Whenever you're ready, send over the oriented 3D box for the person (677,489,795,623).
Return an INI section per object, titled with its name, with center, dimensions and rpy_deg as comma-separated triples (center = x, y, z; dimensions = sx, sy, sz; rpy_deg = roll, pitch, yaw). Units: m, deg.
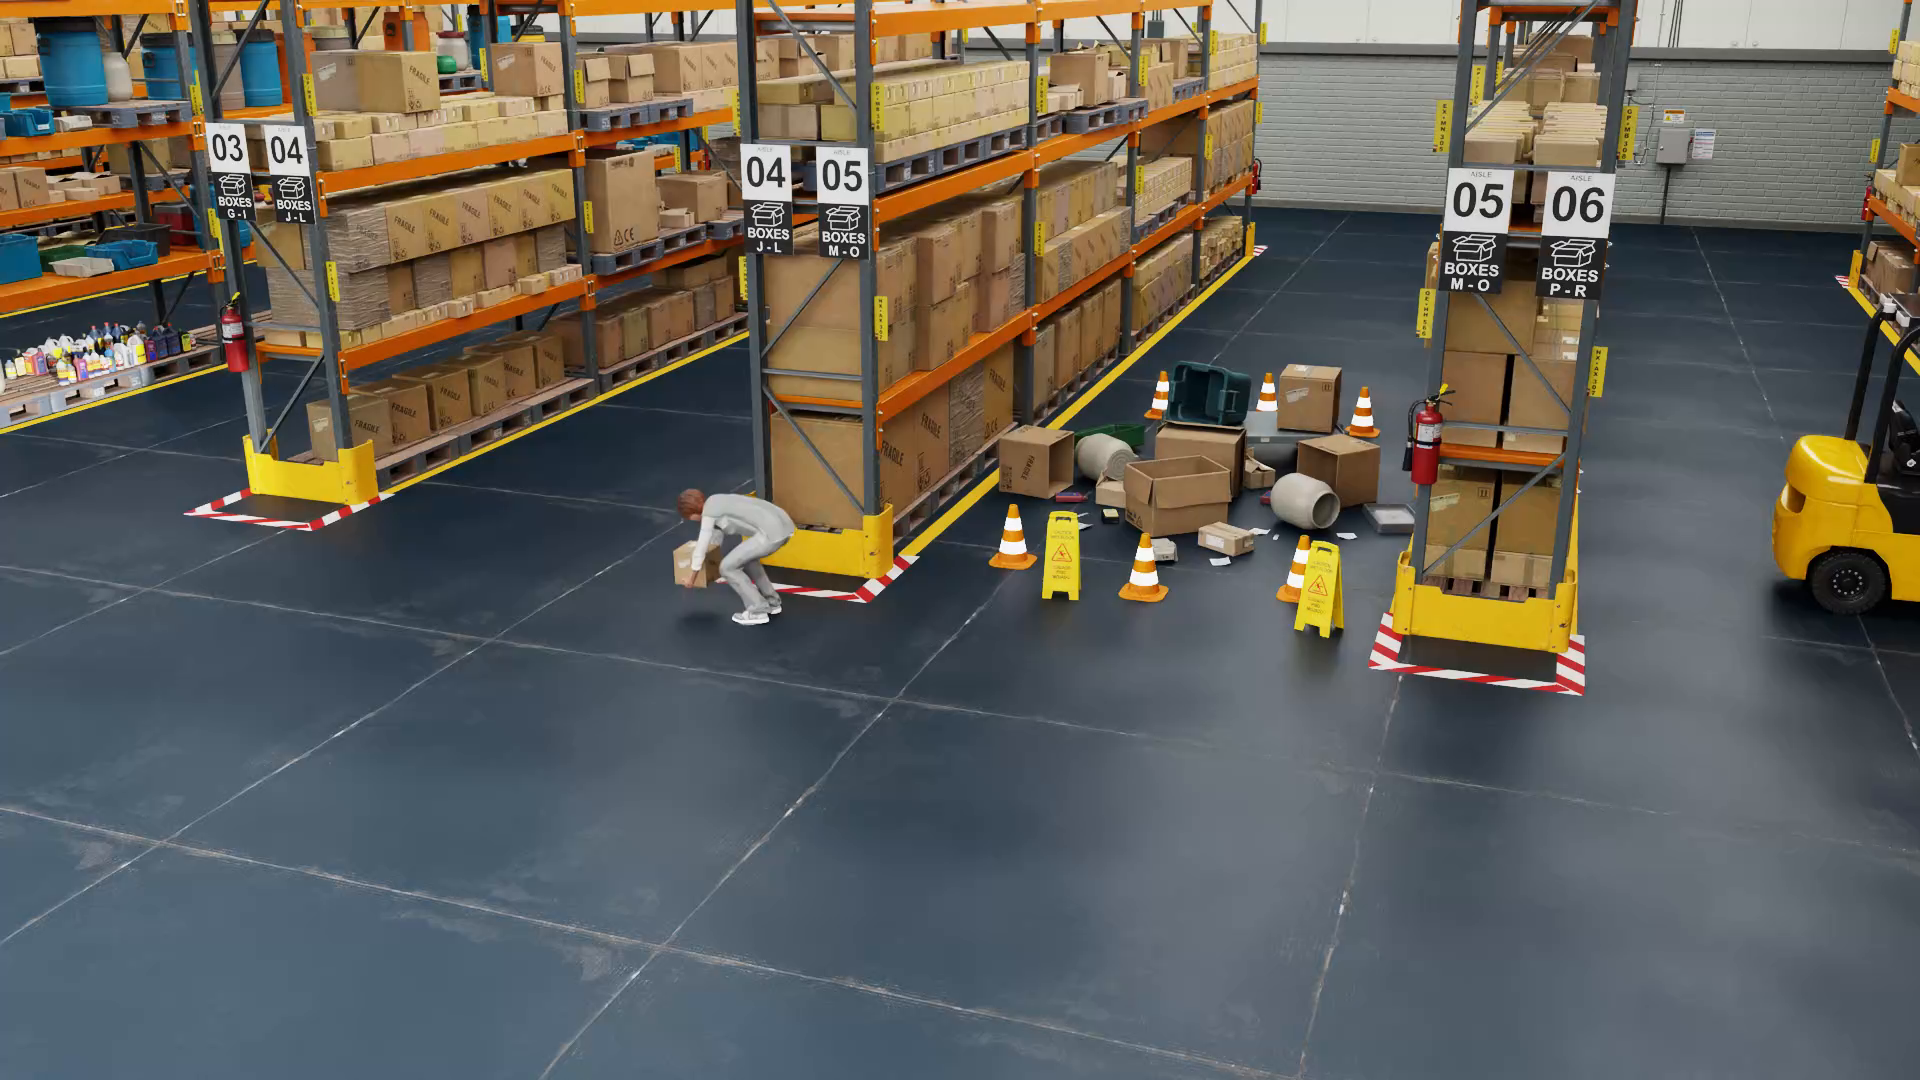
[person]
center = -1.586, 0.103, 11.827
dimensions = 0.861, 0.917, 0.409
rpy_deg = 6, 20, 16
